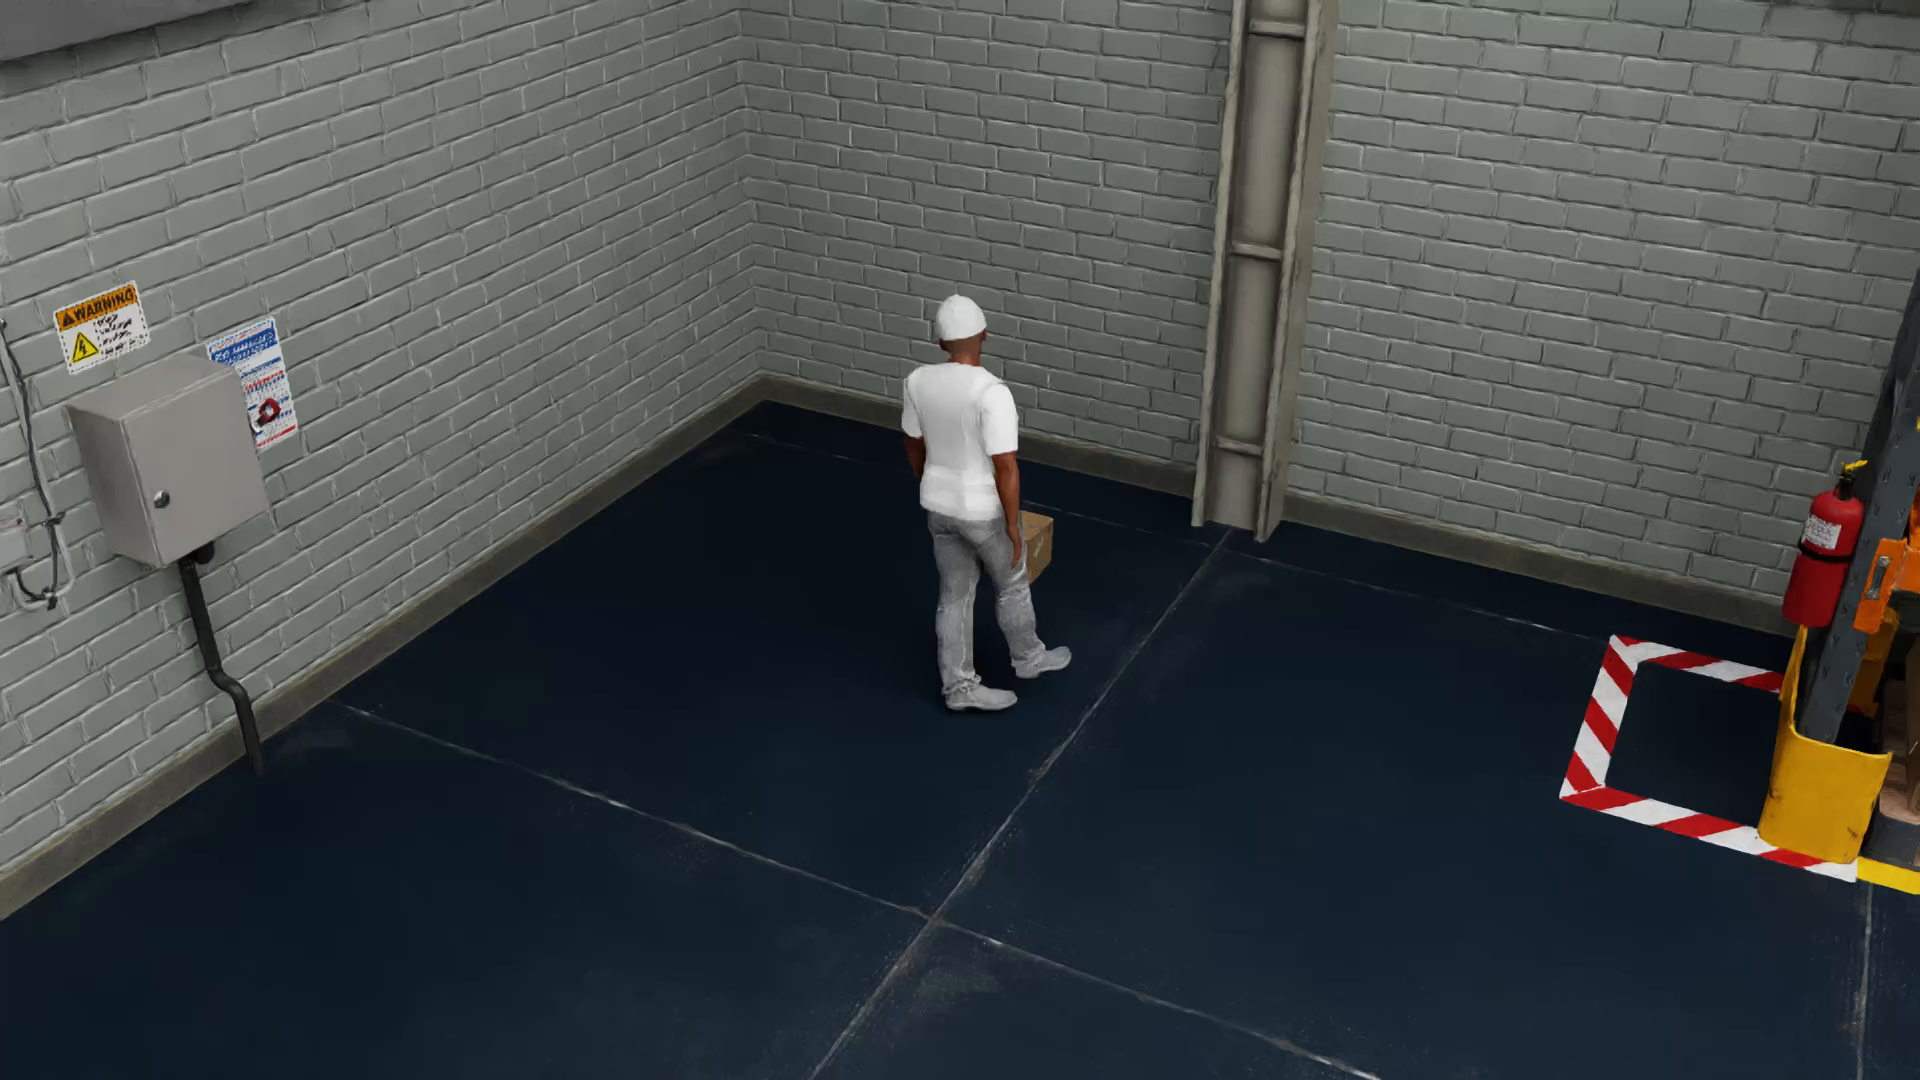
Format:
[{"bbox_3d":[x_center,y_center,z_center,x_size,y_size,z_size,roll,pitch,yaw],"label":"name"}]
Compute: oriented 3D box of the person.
[{"bbox_3d":[0.113,-0.173,6.900,0.667,1.752,0.669,24,38,36],"label":"person"}]
